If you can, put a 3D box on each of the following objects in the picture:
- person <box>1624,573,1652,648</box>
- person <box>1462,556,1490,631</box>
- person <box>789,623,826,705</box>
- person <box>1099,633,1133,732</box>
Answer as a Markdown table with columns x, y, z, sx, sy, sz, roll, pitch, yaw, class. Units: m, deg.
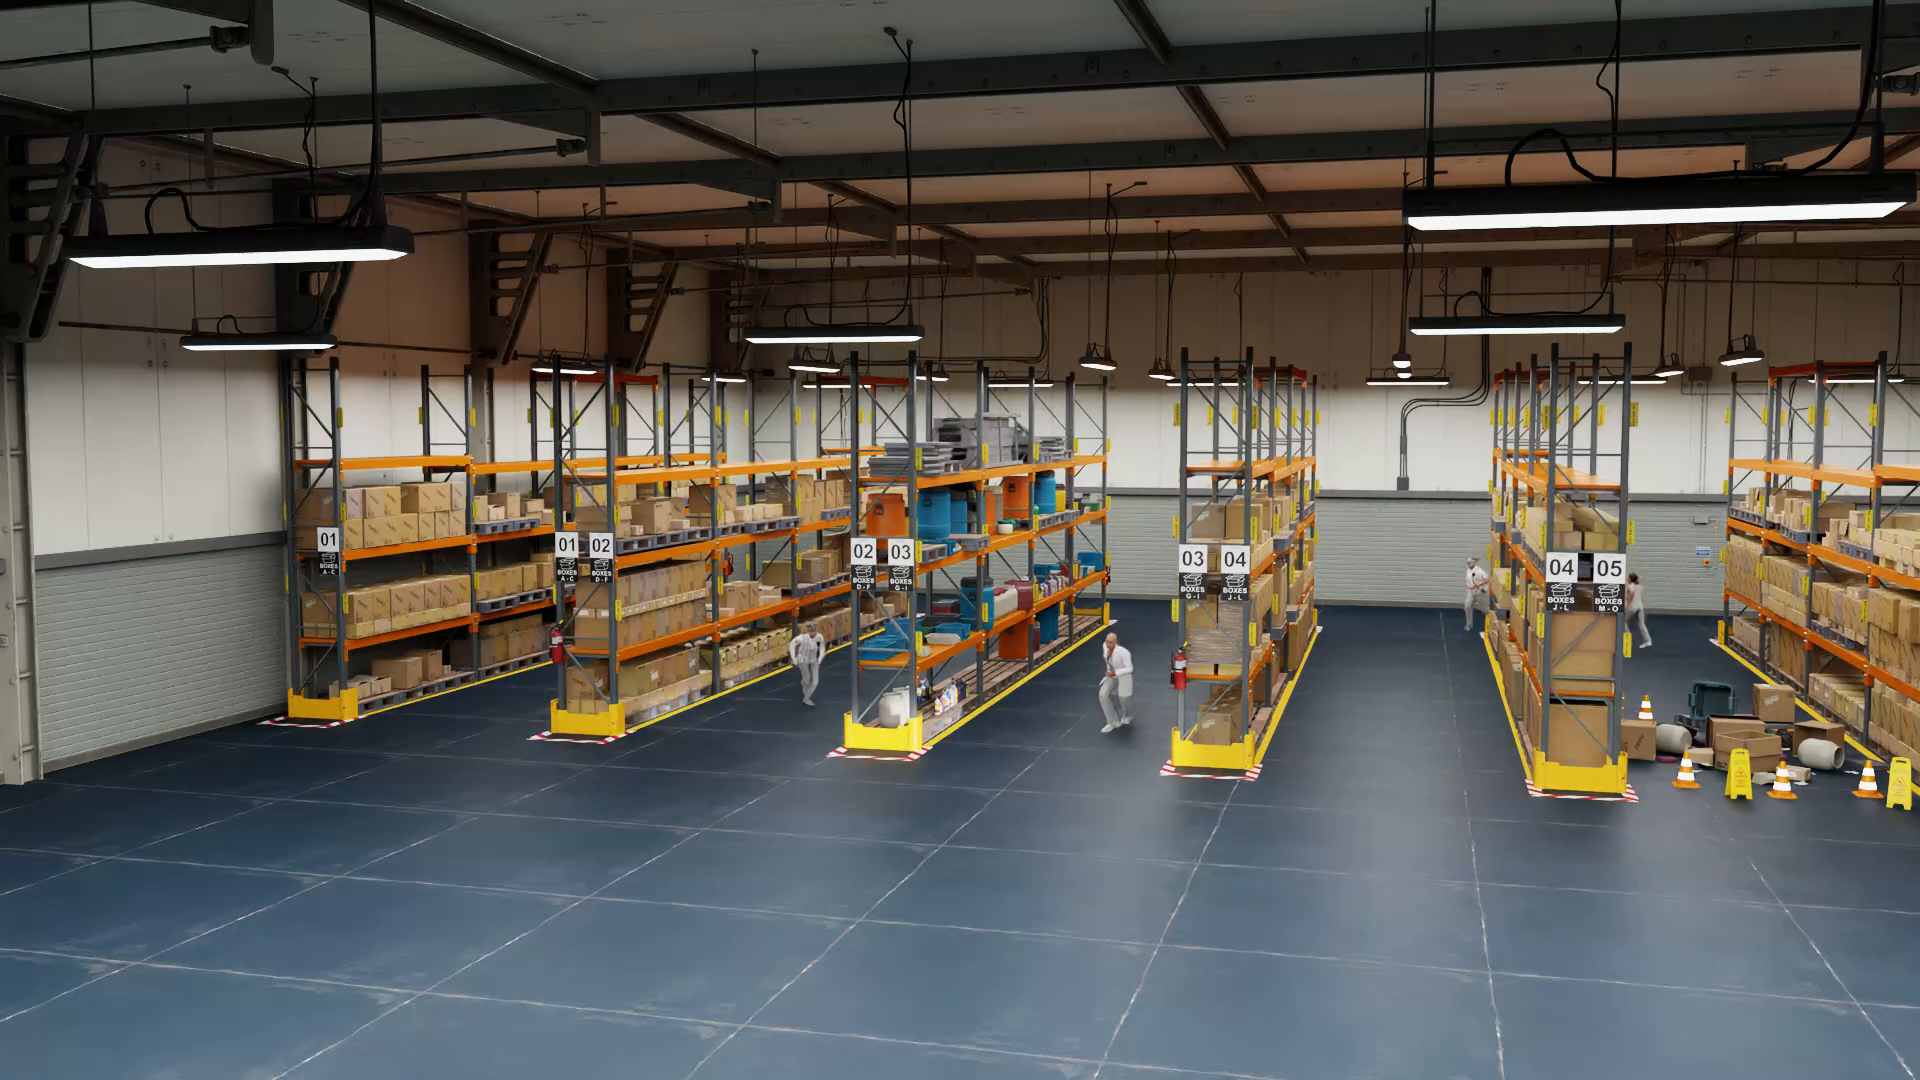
| x | y | z | sx | sy | sz | roll | pitch | yaw | class |
| --- | --- | --- | --- | --- | --- | --- | --- | --- | --- |
| 14.582 | 1.549 | 35.866 | 0.566 | 1.659 | 0.946 | -1 | 4 | -18 | person |
| 12.274 | 1.262 | 39.217 | 0.912 | 1.777 | 0.647 | -2 | 5 | -24 | person |
| -2.670 | 2.148 | 28.955 | 0.640 | 1.488 | 0.818 | -1 | 4 | -18 | person |
| 2.555 | 2.227 | 26.494 | 0.685 | 1.584 | 1.210 | 3 | 5 | 33 | person |
